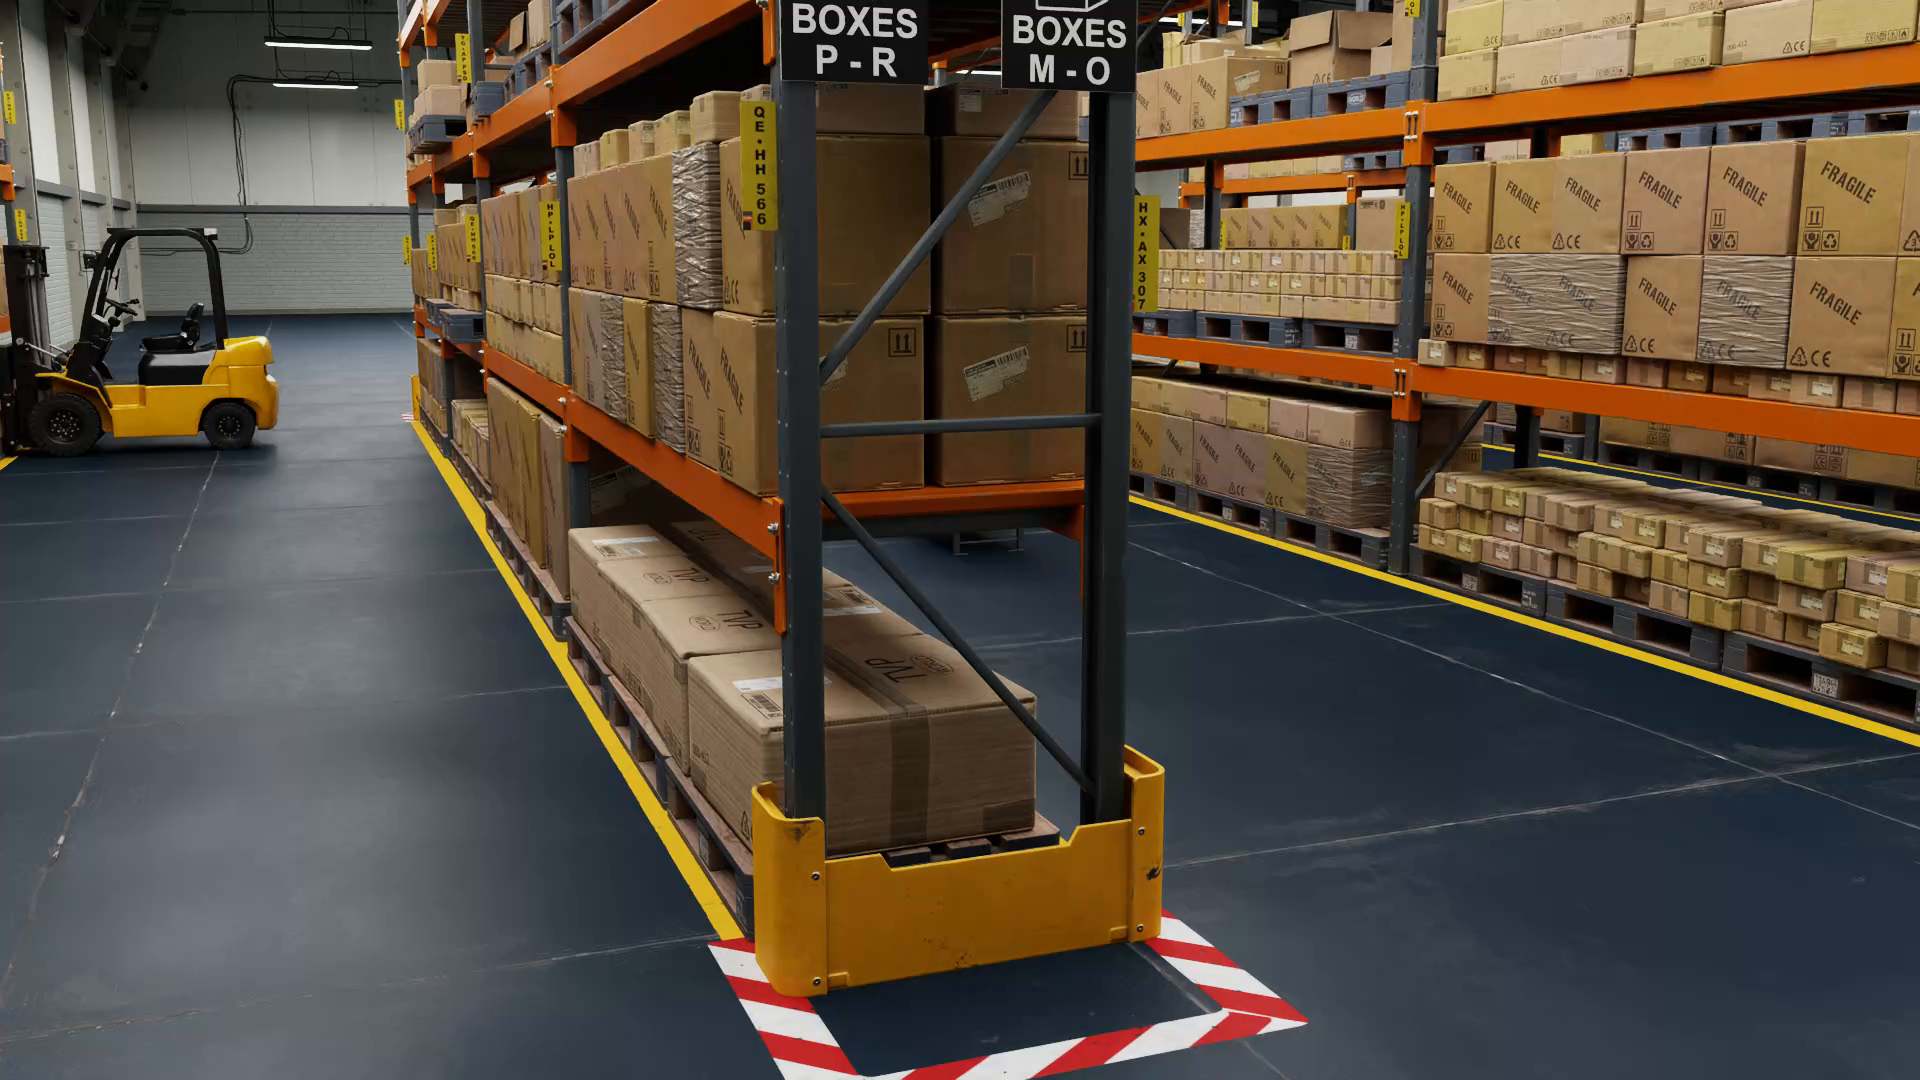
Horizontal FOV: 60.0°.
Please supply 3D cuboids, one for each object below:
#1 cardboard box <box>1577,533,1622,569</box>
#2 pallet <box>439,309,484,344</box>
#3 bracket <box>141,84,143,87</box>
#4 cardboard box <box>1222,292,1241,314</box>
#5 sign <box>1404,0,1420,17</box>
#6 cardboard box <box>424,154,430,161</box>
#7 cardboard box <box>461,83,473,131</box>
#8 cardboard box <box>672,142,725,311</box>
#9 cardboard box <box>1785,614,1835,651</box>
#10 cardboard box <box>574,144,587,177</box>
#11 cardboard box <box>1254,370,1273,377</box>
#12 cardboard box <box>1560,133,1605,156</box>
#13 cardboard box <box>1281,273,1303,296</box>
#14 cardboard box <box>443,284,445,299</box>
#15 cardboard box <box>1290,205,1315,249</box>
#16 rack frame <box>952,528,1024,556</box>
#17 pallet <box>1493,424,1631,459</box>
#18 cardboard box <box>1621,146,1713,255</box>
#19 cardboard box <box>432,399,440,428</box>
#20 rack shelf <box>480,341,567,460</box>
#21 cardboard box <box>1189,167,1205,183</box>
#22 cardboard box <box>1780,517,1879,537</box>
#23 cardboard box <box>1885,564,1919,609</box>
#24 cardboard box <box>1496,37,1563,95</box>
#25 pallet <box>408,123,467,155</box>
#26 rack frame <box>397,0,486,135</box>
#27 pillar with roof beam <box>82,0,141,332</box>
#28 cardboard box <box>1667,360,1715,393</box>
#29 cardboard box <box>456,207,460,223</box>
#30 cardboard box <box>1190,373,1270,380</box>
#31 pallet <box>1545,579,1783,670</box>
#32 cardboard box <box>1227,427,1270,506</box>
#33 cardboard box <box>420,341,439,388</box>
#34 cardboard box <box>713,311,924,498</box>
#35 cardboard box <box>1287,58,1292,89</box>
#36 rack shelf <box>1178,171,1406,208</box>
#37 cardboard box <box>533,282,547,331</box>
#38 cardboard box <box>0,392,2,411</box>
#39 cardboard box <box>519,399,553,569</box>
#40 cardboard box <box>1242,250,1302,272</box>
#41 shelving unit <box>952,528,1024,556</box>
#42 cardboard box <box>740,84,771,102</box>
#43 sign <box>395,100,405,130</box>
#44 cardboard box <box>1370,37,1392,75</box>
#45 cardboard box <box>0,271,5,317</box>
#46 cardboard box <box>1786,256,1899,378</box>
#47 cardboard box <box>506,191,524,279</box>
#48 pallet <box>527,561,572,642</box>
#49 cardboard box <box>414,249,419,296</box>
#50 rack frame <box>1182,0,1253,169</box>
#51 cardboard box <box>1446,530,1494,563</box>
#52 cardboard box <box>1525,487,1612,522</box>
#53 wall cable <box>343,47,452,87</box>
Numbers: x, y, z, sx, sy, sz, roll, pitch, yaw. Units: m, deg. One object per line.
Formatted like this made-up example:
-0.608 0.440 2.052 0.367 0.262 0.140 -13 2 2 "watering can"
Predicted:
3.460 0.047 8.682 0.380 0.149 0.250 -4 11 -21 "cardboard box"
-3.260 -1.629 12.561 1.213 0.211 1.003 -4 11 -21 "pallet"
-22.349 -12.437 45.363 0.076 0.066 3.189 -4 11 -21 "bracket"
2.131 -1.725 12.074 0.380 0.149 0.250 -4 11 -20 "cardboard box"
2.608 -3.181 9.573 0.100 0.325 0.005 -4 11 -21 "sign"
-5.110 -3.821 16.488 0.380 0.149 0.250 -4 11 -19 "cardboard box"
-3.482 -3.389 13.046 0.797 0.503 0.637 -4 11 -21 "cardboard box"
-0.617 -0.997 5.317 0.500 0.500 0.500 -4 11 -21 "cardboard box"
3.986 0.401 7.540 0.380 0.149 0.250 -4 11 -21 "cardboard box"
-1.580 -1.754 7.722 0.380 0.149 0.250 -4 11 -22 "cardboard box"
4.104 -2.223 21.290 0.500 0.500 0.500 -3 10 -16 "cardboard box"
5.933 -3.708 15.563 0.500 0.250 0.500 -4 11 -21 "cardboard box"
2.416 -1.744 11.329 0.380 0.149 0.250 -5 11 -24 "cardboard box"
-4.446 -2.240 14.964 0.380 0.149 0.250 -4 11 -20 "cardboard box"
4.283 -3.721 19.785 0.500 0.500 0.500 -4 11 -21 "cardboard box"
0.187 -0.470 10.849 0.500 1.125 0.032 -4 11 -21 "rack frame"
6.052 -0.998 16.426 1.003 0.211 1.213 -4 11 -21 "pallet"
3.601 -1.639 8.078 0.500 0.500 0.500 -4 11 -23 "cardboard box"
-5.019 -1.286 16.734 0.500 0.250 0.500 -4 11 -22 "cardboard box"
-2.177 -0.933 10.156 1.077 0.370 4.000 -4 11 -21 "rack shelf"
3.369 -4.857 22.021 0.500 0.250 0.500 -4 11 -19 "cardboard box"
4.258 -0.010 8.152 0.380 0.149 0.250 -3 11 -19 "cardboard box"
4.146 0.195 7.002 0.380 0.149 0.250 -4 11 -20 "cardboard box"
3.236 -2.521 8.891 0.500 0.250 0.500 -4 11 -22 "cardboard box"
-4.227 -3.544 14.748 1.213 0.211 1.003 -4 11 -21 "pallet"
-5.801 -5.873 18.744 1.000 3.000 0.127 -4 11 -21 "rack frame"
-15.699 -9.578 39.568 9.100 9.000 0.548 -4 11 -21 "pillar with roof beam"
3.696 -0.808 8.117 0.380 0.149 0.250 -4 11 -20 "cardboard box"
-4.021 -2.719 13.952 0.380 0.149 0.250 -3 11 -18 "cardboard box"
2.167 -1.195 13.369 0.500 0.250 0.500 -4 11 -22 "cardboard box"
3.846 0.388 8.636 1.003 0.211 1.213 -4 11 -21 "pallet"
2.254 -0.540 11.831 0.500 0.500 0.500 -4 11 -22 "cardboard box"
-5.564 -1.904 18.069 0.500 0.500 0.500 -4 11 -23 "cardboard box"
-0.425 -0.419 4.927 0.500 0.500 0.500 -4 11 -21 "cardboard box"
2.489 -3.231 12.168 0.500 0.500 0.500 -4 11 -21 "cardboard box"
4.160 -4.345 20.770 1.077 0.370 4.000 -4 11 -21 "rack shelf"
-2.027 -1.271 9.001 0.500 0.250 0.500 -4 11 -20 "cardboard box"
-9.220 -1.314 15.465 0.500 0.250 0.500 -4 11 -21 "cardboard box"
-2.087 -0.365 9.773 0.875 0.875 0.875 -4 11 -19 "cardboard box"
2.226 -1.977 11.791 0.380 0.149 0.250 -4 11 -22 "cardboard box"
0.002 -0.553 11.315 0.538 1.125 1.048 -4 11 -21 "shelving unit"
-0.434 -1.255 4.916 0.380 0.149 0.250 -4 11 -20 "cardboard box"
-6.307 -4.792 18.736 0.100 0.325 0.005 -4 11 -21 "sign"
3.001 -3.088 10.707 0.500 0.311 0.500 -4 11 -22 "cardboard box"
-9.638 -2.421 16.179 0.500 0.500 0.500 -4 11 -22 "cardboard box"
3.989 -0.976 7.206 0.500 0.500 0.500 -4 11 -22 "cardboard box"
-2.410 -1.811 9.896 0.500 0.500 0.500 -4 11 -20 "cardboard box"
-1.803 0.291 9.183 1.003 0.211 1.213 -4 11 -21 "pallet"
-5.697 -2.936 18.227 0.500 0.500 0.500 -4 11 -19 "cardboard box"
3.435 -6.502 22.279 1.000 3.000 0.127 -4 11 -21 "rack frame"
3.053 0.028 9.636 0.380 0.149 0.250 -4 11 -19 "cardboard box"
3.354 -0.190 9.168 0.380 0.149 0.250 -4 11 -22 "cardboard box"
-16.314 -14.414 48.214 3.097 2.526 0.112 -4 11 -21 "wall cable"
